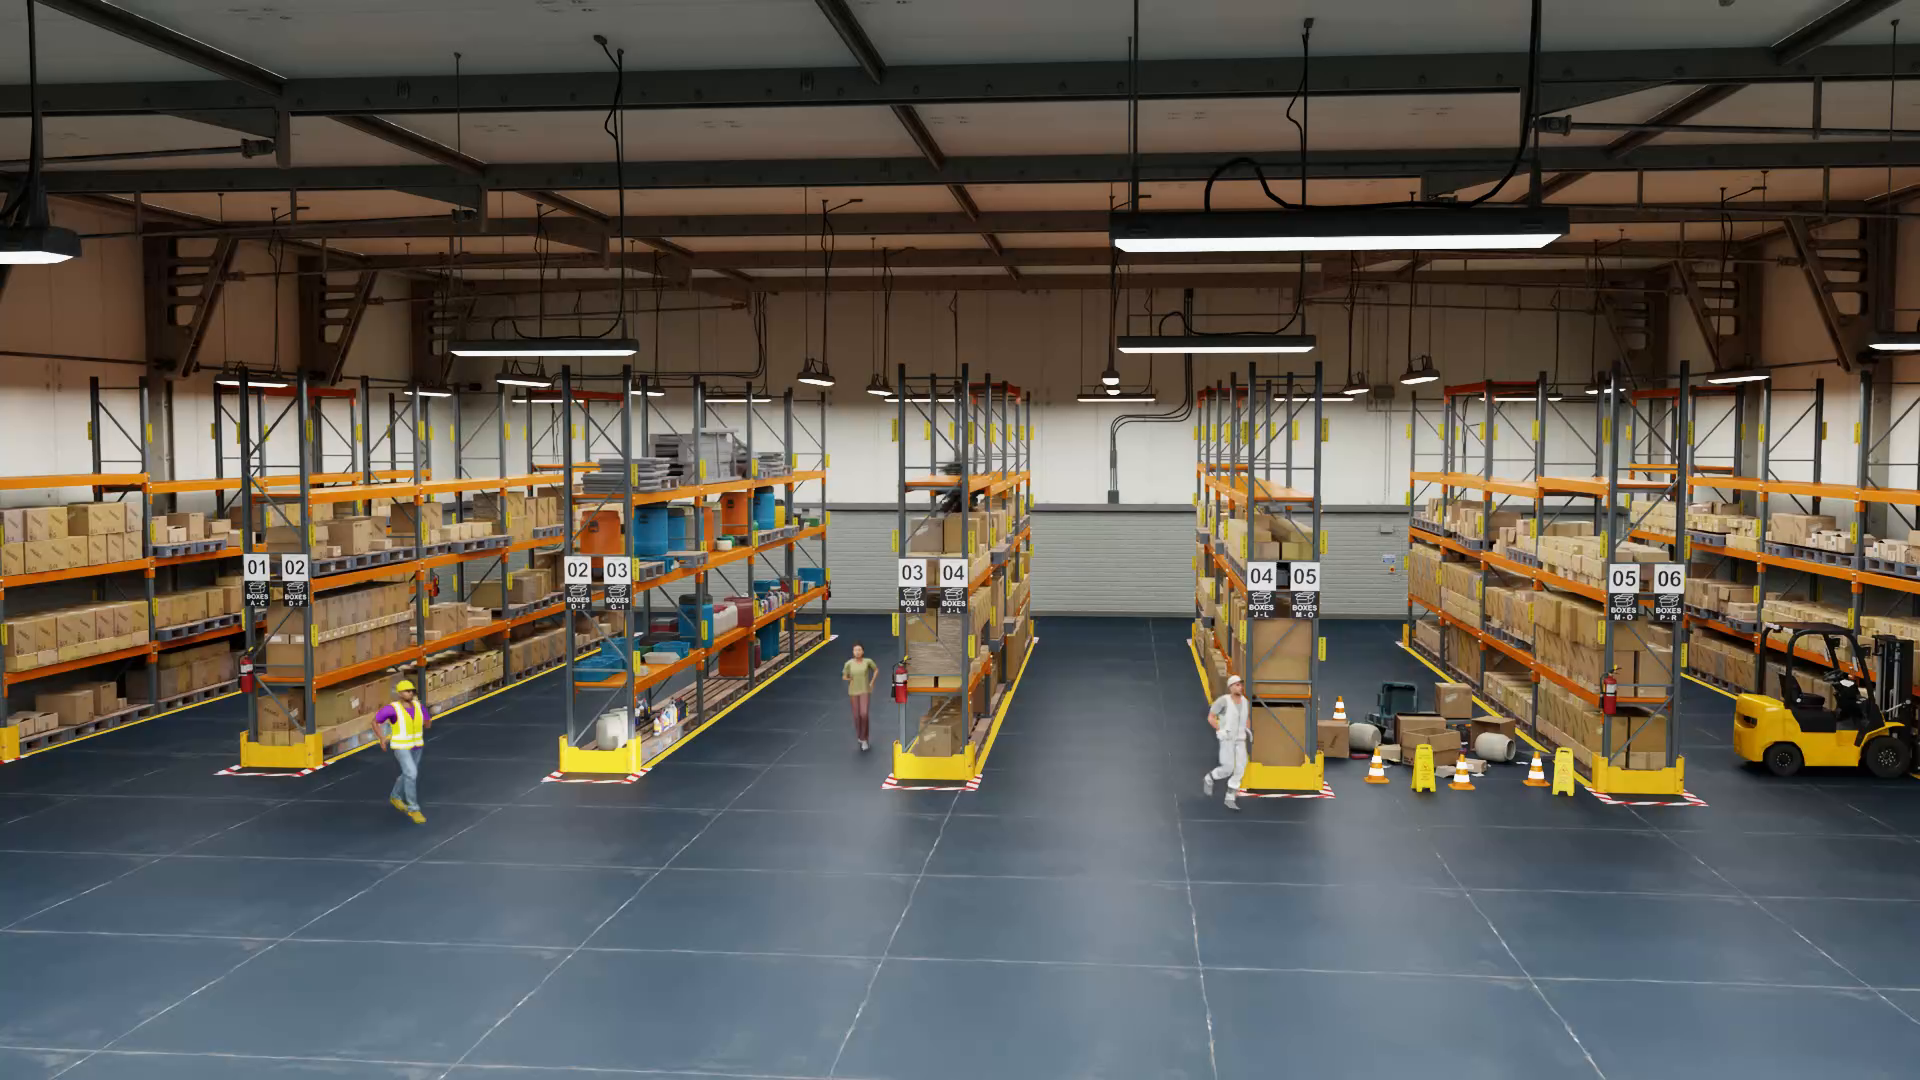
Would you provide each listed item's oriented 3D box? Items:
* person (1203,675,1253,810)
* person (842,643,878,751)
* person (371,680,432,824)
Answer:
[{"bbox_3d":[3.655,2.703,22.406,0.676,1.769,0.703,-2,4,-27],"label":"person"},{"bbox_3d":[-1.596,2.480,26.438,0.556,1.710,0.711,0,4,5],"label":"person"},{"bbox_3d":[-7.174,2.720,21.581,0.871,1.804,0.685,2,4,33],"label":"person"}]
